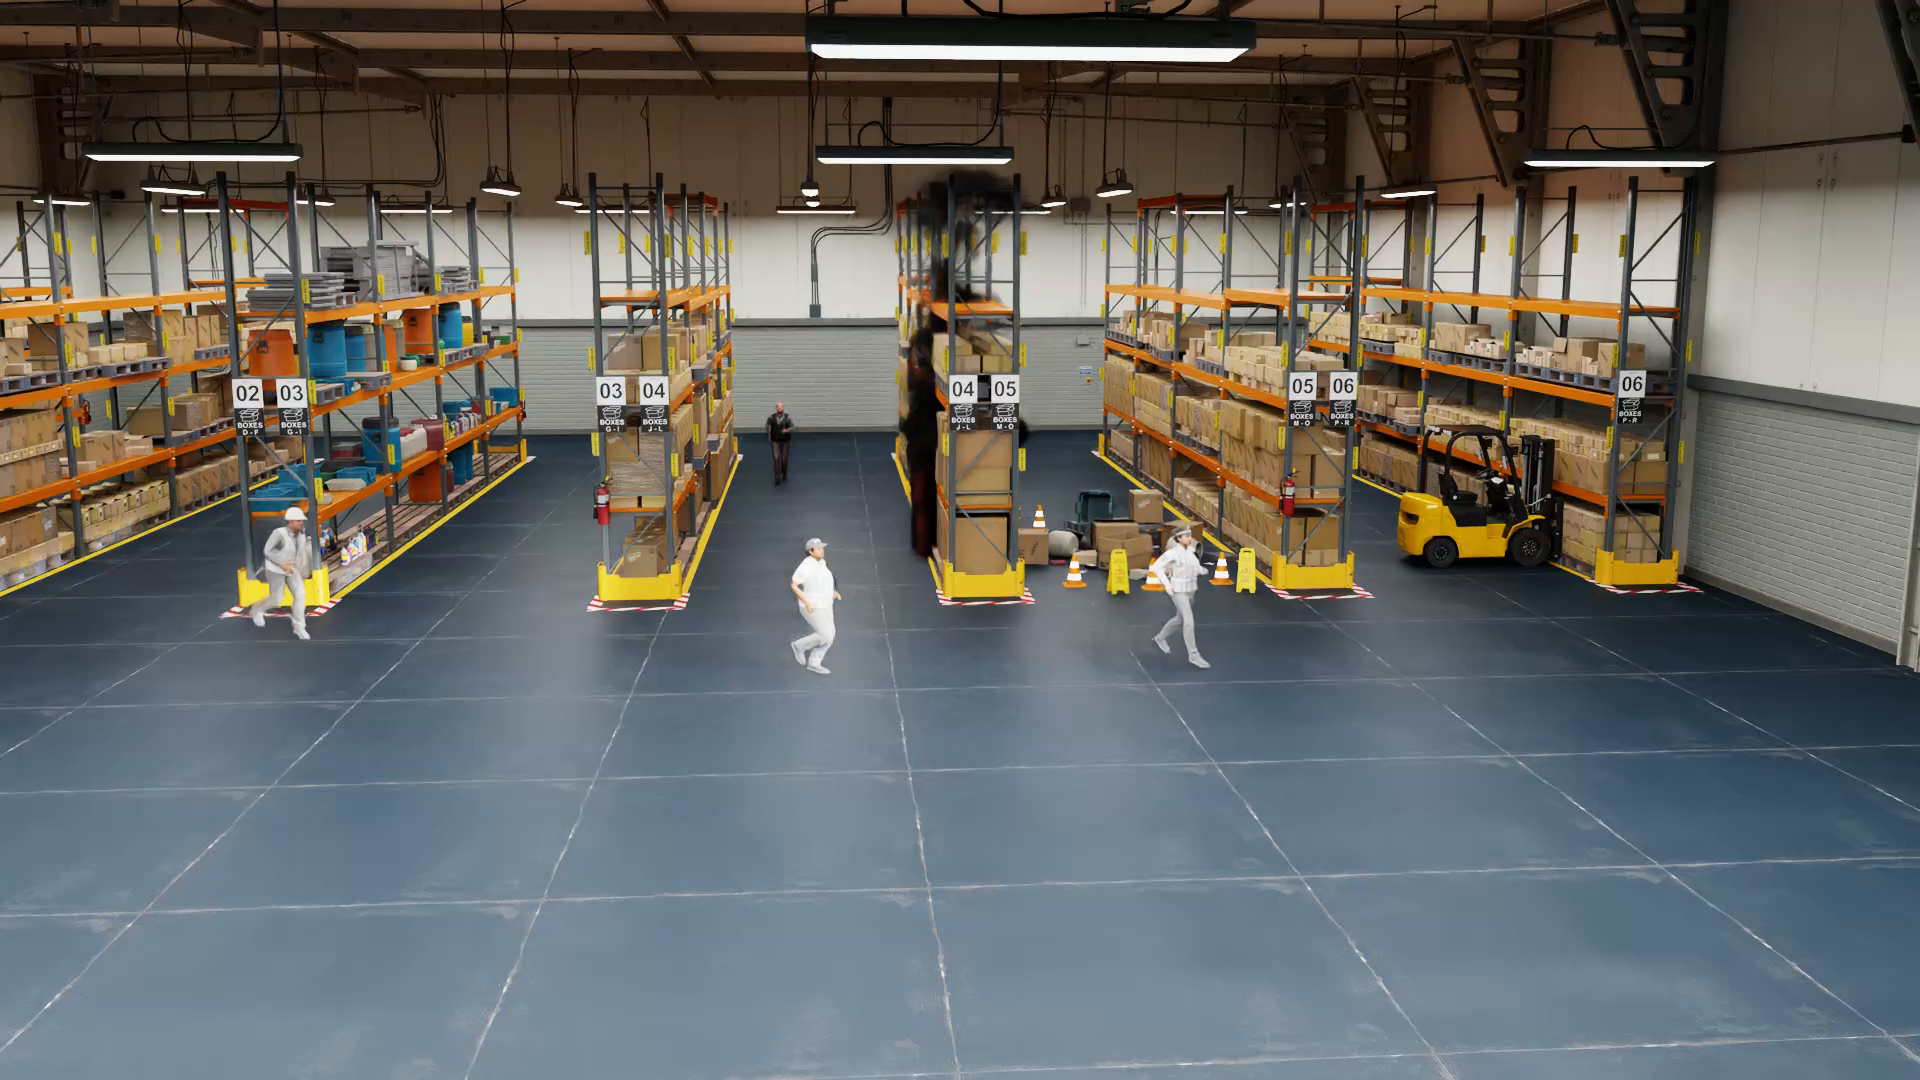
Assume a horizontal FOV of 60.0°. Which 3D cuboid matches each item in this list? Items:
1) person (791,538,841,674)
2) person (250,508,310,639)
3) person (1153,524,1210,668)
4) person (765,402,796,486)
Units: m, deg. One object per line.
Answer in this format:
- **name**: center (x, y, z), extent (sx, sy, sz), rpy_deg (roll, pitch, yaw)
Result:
- **person**: center (-1.690, 0.782, 19.663), extent (0.549, 1.627, 0.607), rpy_deg (4, 11, 24)
- **person**: center (-8.832, 0.412, 21.591), extent (1.031, 1.729, 0.688), rpy_deg (4, 11, 20)
- **person**: center (2.690, 0.635, 20.098), extent (0.930, 1.692, 0.606), rpy_deg (10, 14, 44)
- **person**: center (-3.818, -2.061, 35.403), extent (0.654, 1.753, 0.794), rpy_deg (-1, 10, -4)
